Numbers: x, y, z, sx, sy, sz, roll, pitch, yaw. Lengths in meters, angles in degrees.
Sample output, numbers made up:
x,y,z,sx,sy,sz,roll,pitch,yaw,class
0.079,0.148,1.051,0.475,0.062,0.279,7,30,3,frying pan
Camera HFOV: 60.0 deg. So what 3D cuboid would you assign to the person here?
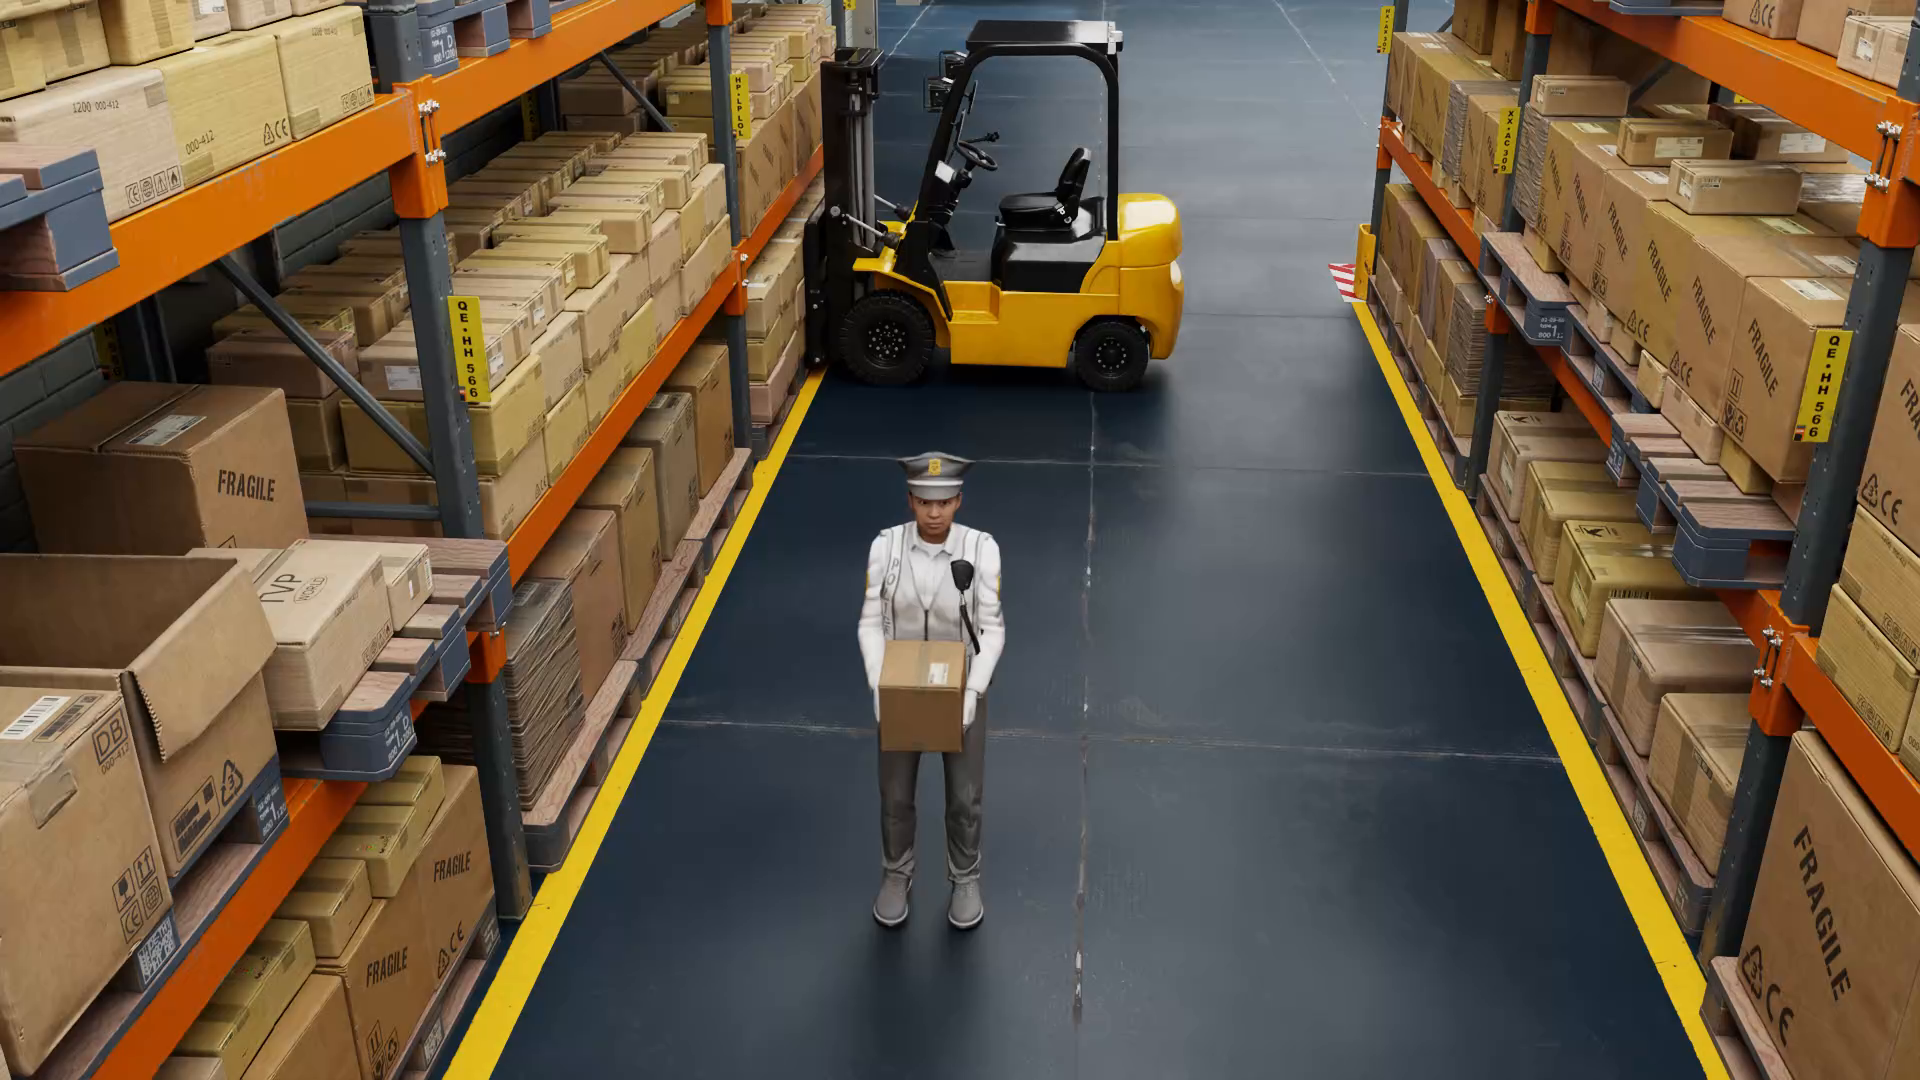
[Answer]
x,y,z,sx,sy,sz,roll,pitch,yaw,class
-0.096,0.524,5.426,0.482,1.692,0.517,2,25,4,person
